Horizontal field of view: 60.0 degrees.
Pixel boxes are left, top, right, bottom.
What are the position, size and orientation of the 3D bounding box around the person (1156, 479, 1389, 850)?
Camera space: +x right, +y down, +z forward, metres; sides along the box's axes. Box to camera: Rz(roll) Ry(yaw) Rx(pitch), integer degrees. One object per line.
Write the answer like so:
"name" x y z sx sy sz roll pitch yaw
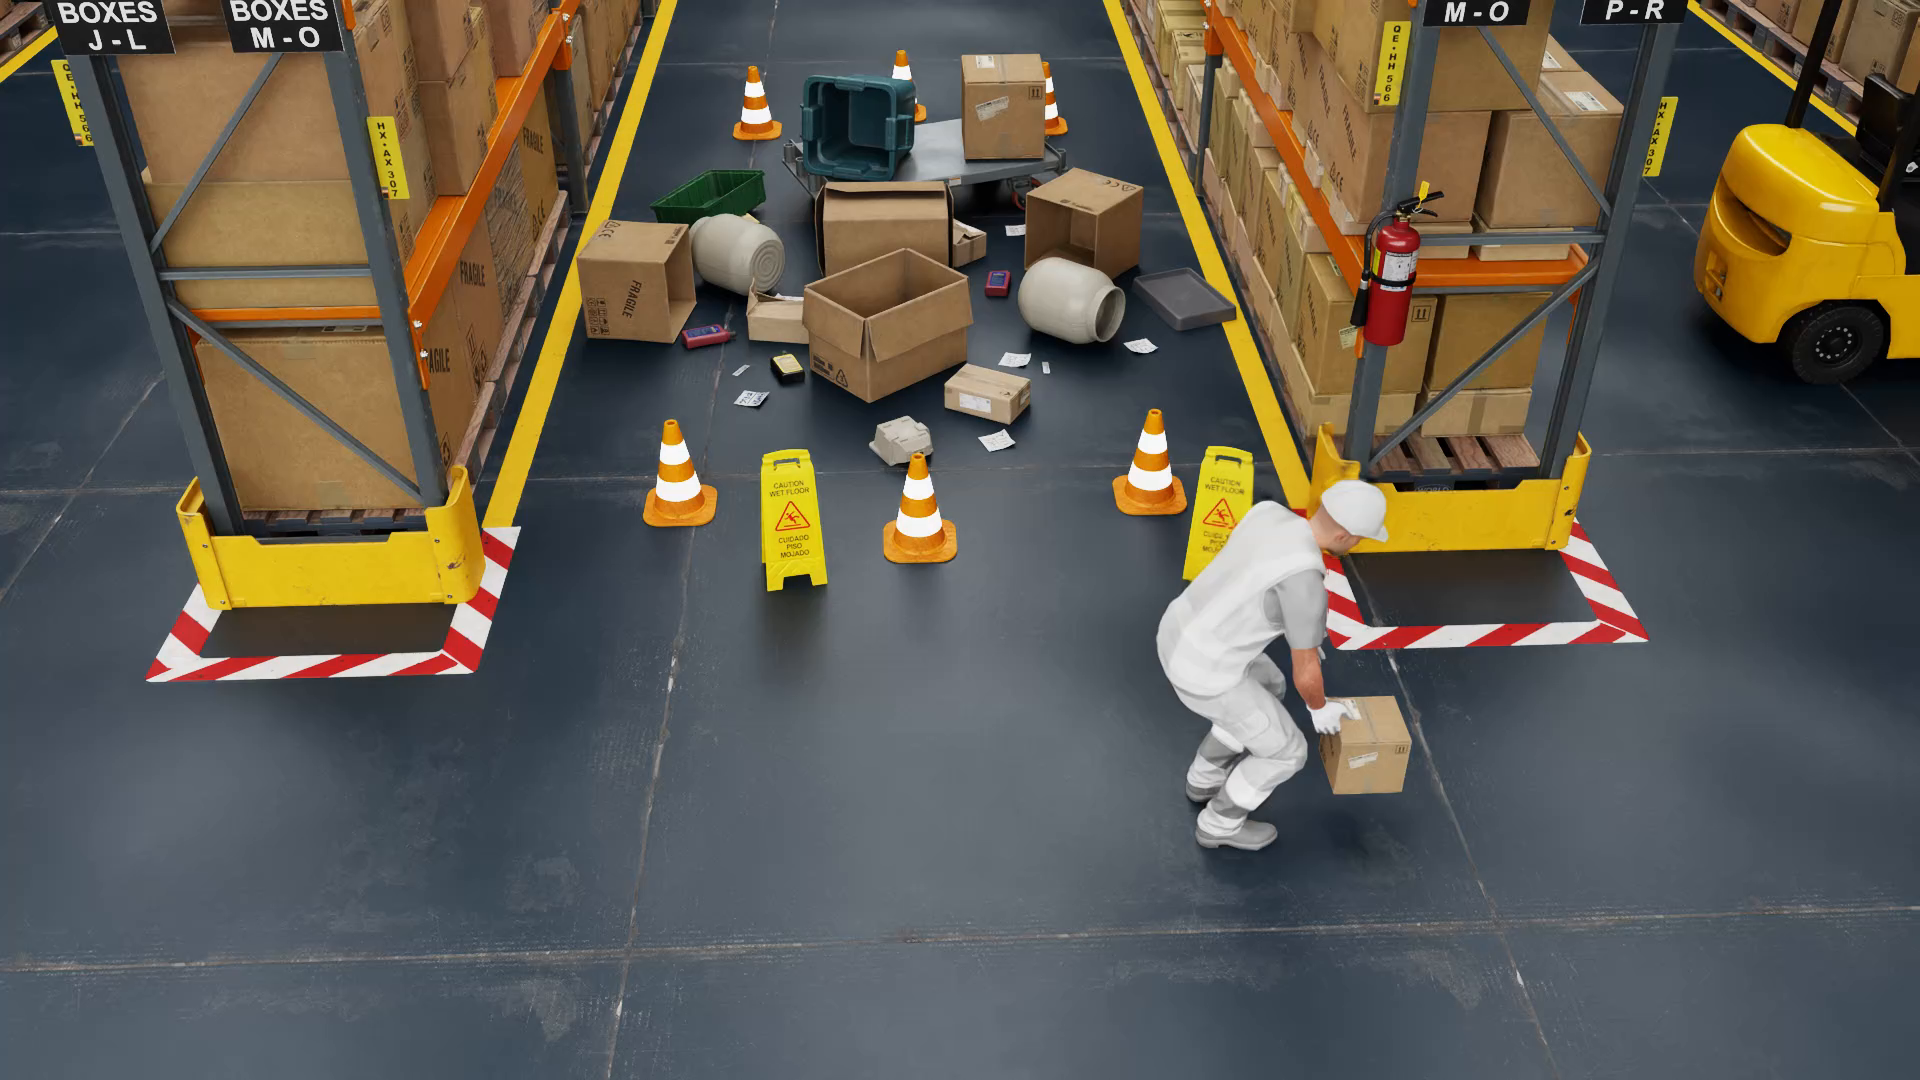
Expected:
"person" 1.059 0.410 5.839 0.749 1.443 0.583 -1 35 -2
